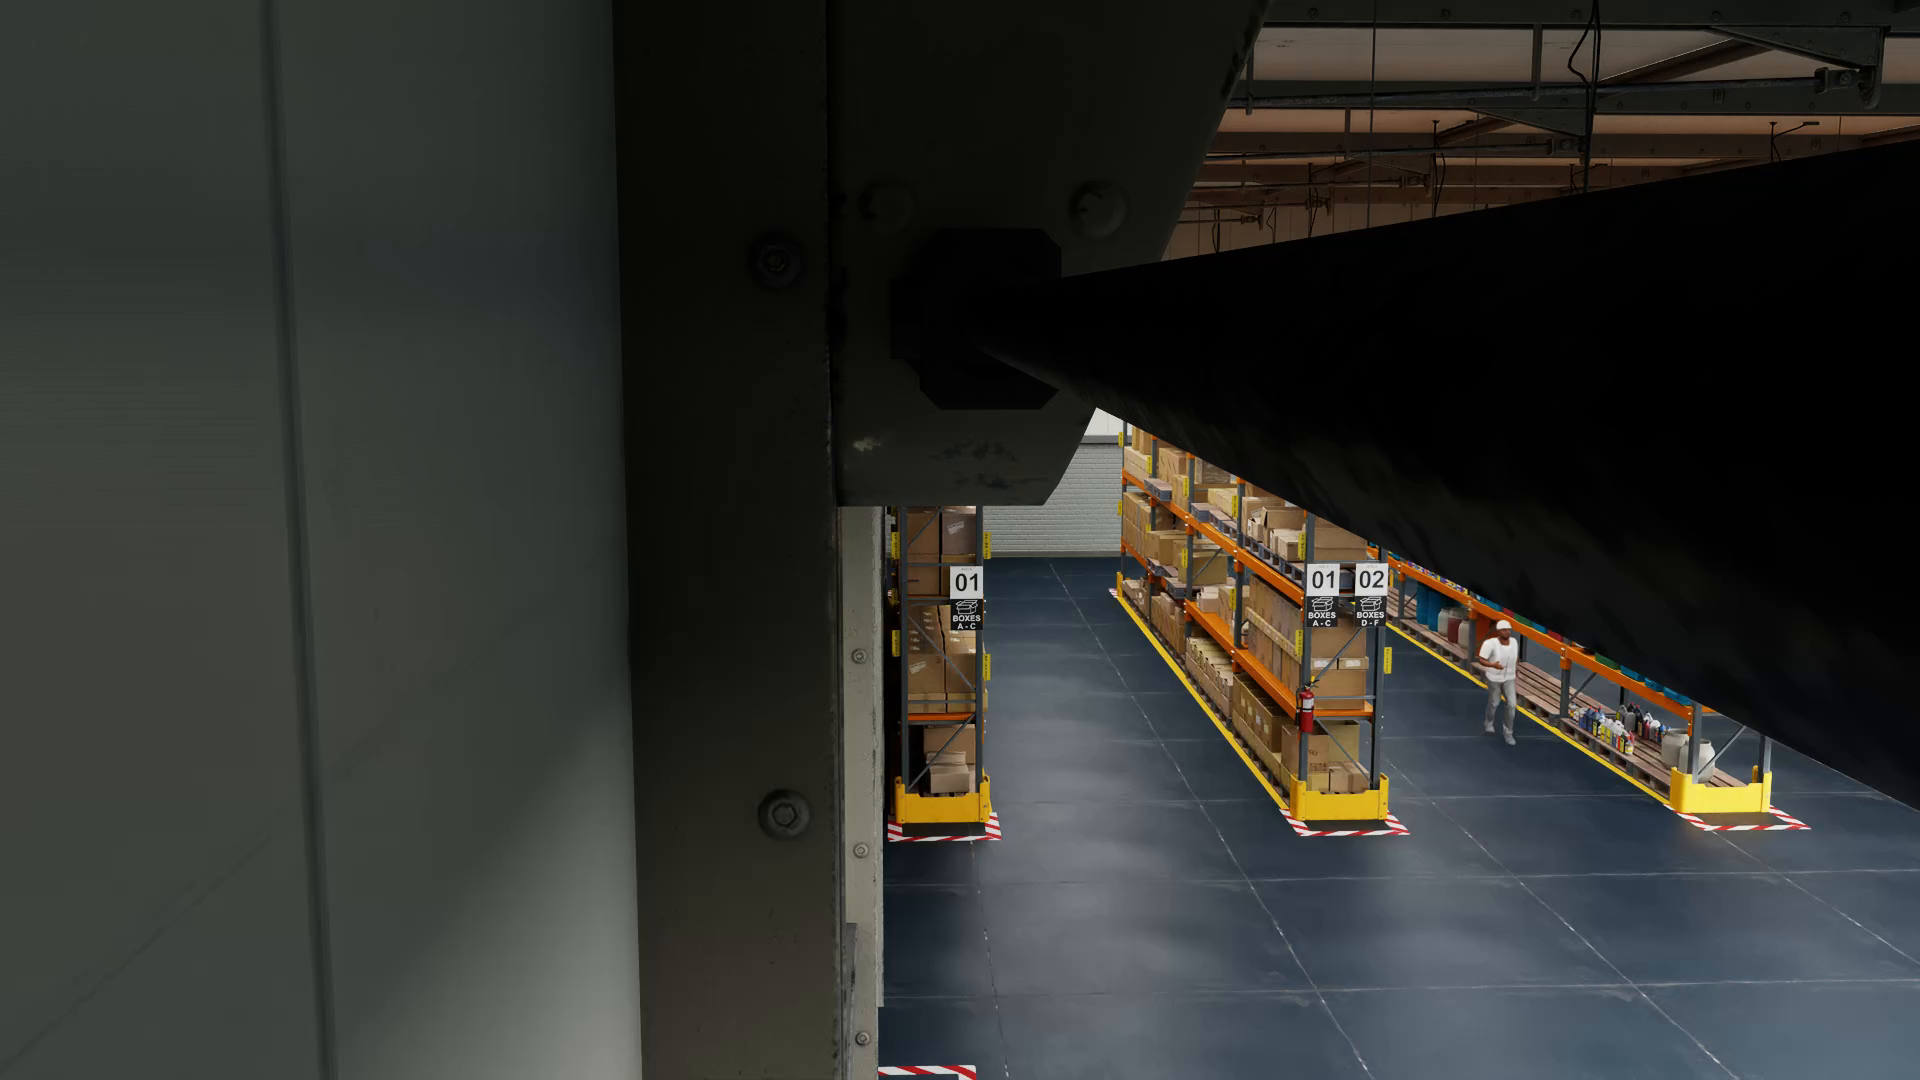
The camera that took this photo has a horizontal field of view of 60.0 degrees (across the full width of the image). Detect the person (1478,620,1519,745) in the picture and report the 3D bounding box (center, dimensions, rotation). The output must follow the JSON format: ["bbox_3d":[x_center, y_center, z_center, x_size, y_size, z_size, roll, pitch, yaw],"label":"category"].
[{"bbox_3d":[7.887,2.063,24.312,0.676,1.825,0.769,0,8,-2],"label":"person"}]
